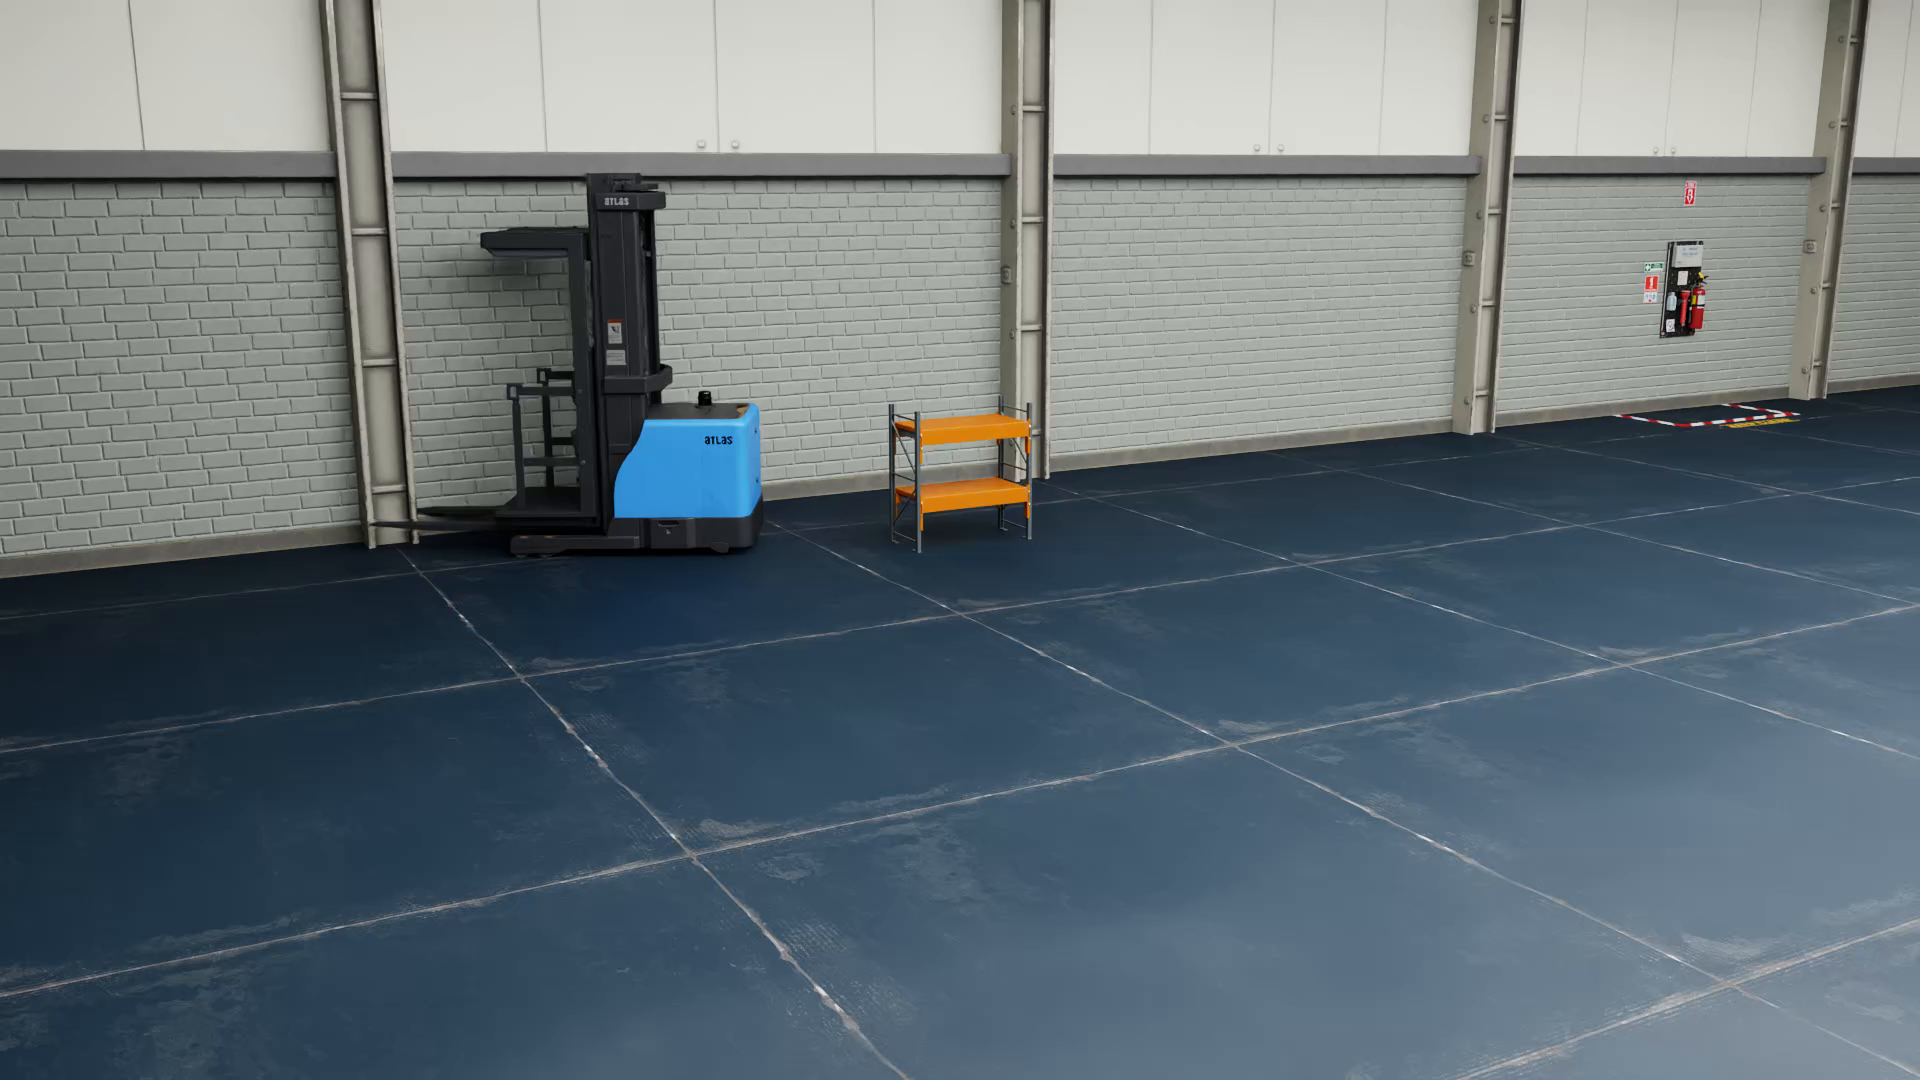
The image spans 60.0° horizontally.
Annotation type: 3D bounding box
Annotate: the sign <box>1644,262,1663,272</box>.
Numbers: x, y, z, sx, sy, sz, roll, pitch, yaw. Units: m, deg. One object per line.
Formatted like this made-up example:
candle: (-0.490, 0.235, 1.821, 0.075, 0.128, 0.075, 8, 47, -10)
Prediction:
sign: (8.454, -3.324, 20.258, 0.331, 0.109, 0.001, -7, 14, -28)

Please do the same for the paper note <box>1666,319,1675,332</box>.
paper note: (8.792, -2.652, 20.569, 0.142, 0.148, 0.016, -7, 14, -28)

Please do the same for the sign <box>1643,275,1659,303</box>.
sign: (8.445, -3.067, 20.322, 0.234, 0.329, 0.001, -7, 14, -28)

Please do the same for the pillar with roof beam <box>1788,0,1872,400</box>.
pillar with roof beam: (13.230, -5.437, 17.273, 0.400, 9.000, 9.100, -7, 14, -28)

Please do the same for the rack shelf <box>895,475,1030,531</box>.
rack shelf: (0.006, -0.311, 13.543, 1.000, 0.278, 0.538, -7, 14, -28)

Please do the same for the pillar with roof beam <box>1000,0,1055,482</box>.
pillar with roof beam: (2.697, -4.175, 11.664, 0.400, 9.000, 9.100, -7, 14, -28)

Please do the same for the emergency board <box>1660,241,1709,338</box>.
emergency board: (8.980, -3.087, 20.496, 0.643, 1.169, 0.194, -7, 14, -28)

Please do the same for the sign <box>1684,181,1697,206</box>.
sign: (8.925, -4.237, 20.323, 0.199, 0.298, 0.001, -7, 14, -28)

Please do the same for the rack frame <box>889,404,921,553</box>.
rack frame: (-0.440, -0.496, 13.251, 0.032, 1.125, 0.500, -7, 14, -28)

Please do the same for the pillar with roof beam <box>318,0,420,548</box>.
pillar with roof beam: (-2.569, -3.544, 8.859, 0.400, 9.000, 9.100, -7, 14, -28)

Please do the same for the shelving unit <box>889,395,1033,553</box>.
shelving unit: (0.006, -0.549, 13.489, 1.048, 1.125, 0.538, -7, 14, -28)

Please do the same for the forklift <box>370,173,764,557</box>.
forklift: (-3.154, -1.411, 13.203, 3.031, 2.935, 1.130, 0, 13, -1)

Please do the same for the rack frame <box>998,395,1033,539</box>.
rack frame: (0.452, -0.603, 13.726, 0.032, 1.125, 0.500, -7, 14, -28)

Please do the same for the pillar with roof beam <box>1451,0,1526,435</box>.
pillar with roof beam: (7.964, -4.806, 14.469, 0.400, 9.000, 9.100, -7, 14, -28)

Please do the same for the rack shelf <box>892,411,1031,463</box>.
rack shelf: (0.006, -0.835, 13.425, 1.000, 0.278, 0.538, -7, 14, -28)
